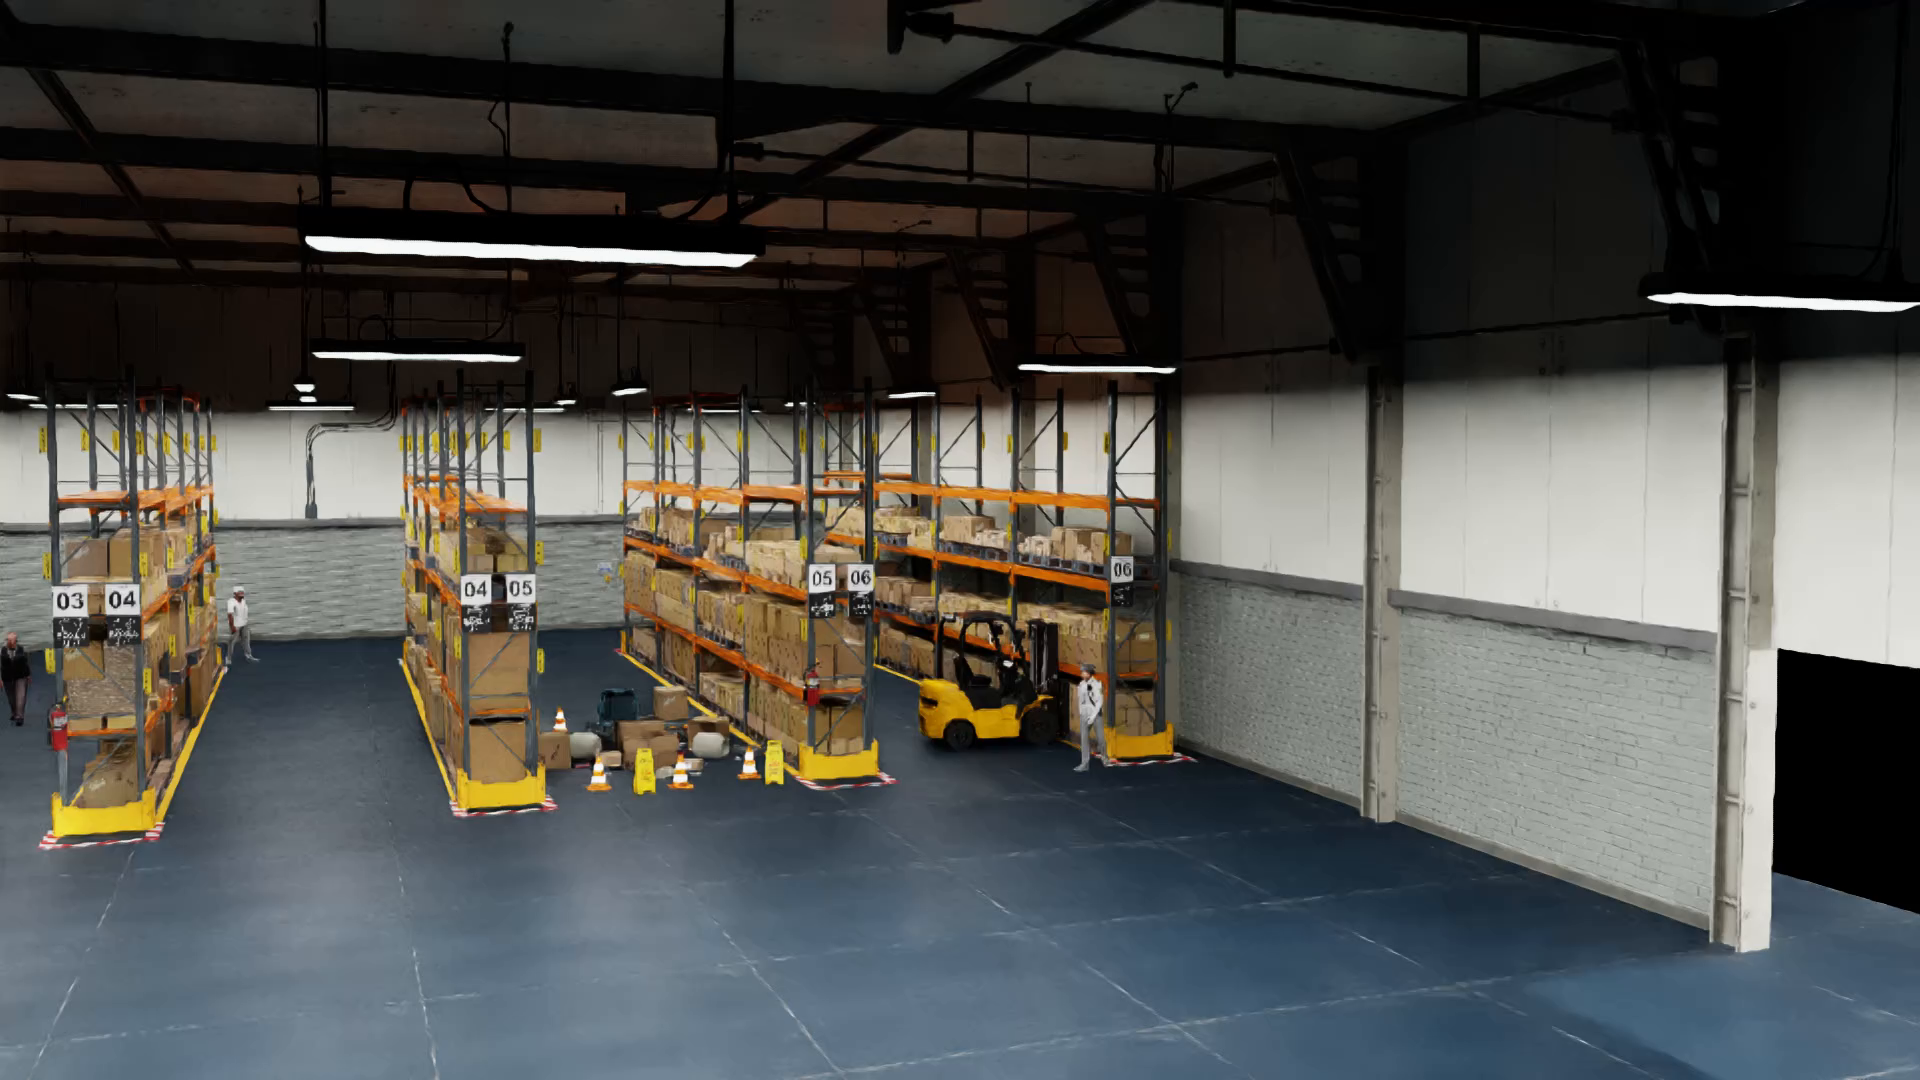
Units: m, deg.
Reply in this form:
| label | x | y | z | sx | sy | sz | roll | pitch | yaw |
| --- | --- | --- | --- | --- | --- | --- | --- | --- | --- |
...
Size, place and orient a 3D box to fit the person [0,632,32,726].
| label | x | y | z | sx | sy | sz | roll | pitch | yaw |
| --- | --- | --- | --- | --- | --- | --- | --- | --- | --- |
| person | -16.786 | 2.445 | 29.477 | 0.543 | 1.648 | 1.115 | -1 | 4 | -18 |

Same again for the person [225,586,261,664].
| label | x | y | z | sx | sy | sz | roll | pitch | yaw |
| --- | --- | --- | --- | --- | --- | --- | --- | --- | --- |
| person | -16.299 | 1.911 | 37.644 | 0.532 | 1.756 | 0.730 | 1 | 3 | 15 |

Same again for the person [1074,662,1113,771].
| label | x | y | z | sx | sy | sz | roll | pitch | yaw |
| --- | --- | --- | --- | --- | --- | --- | --- | --- | --- |
| person | 2.030 | 2.687 | 25.446 | 0.496 | 1.656 | 0.681 | 3 | 4 | 40 |
